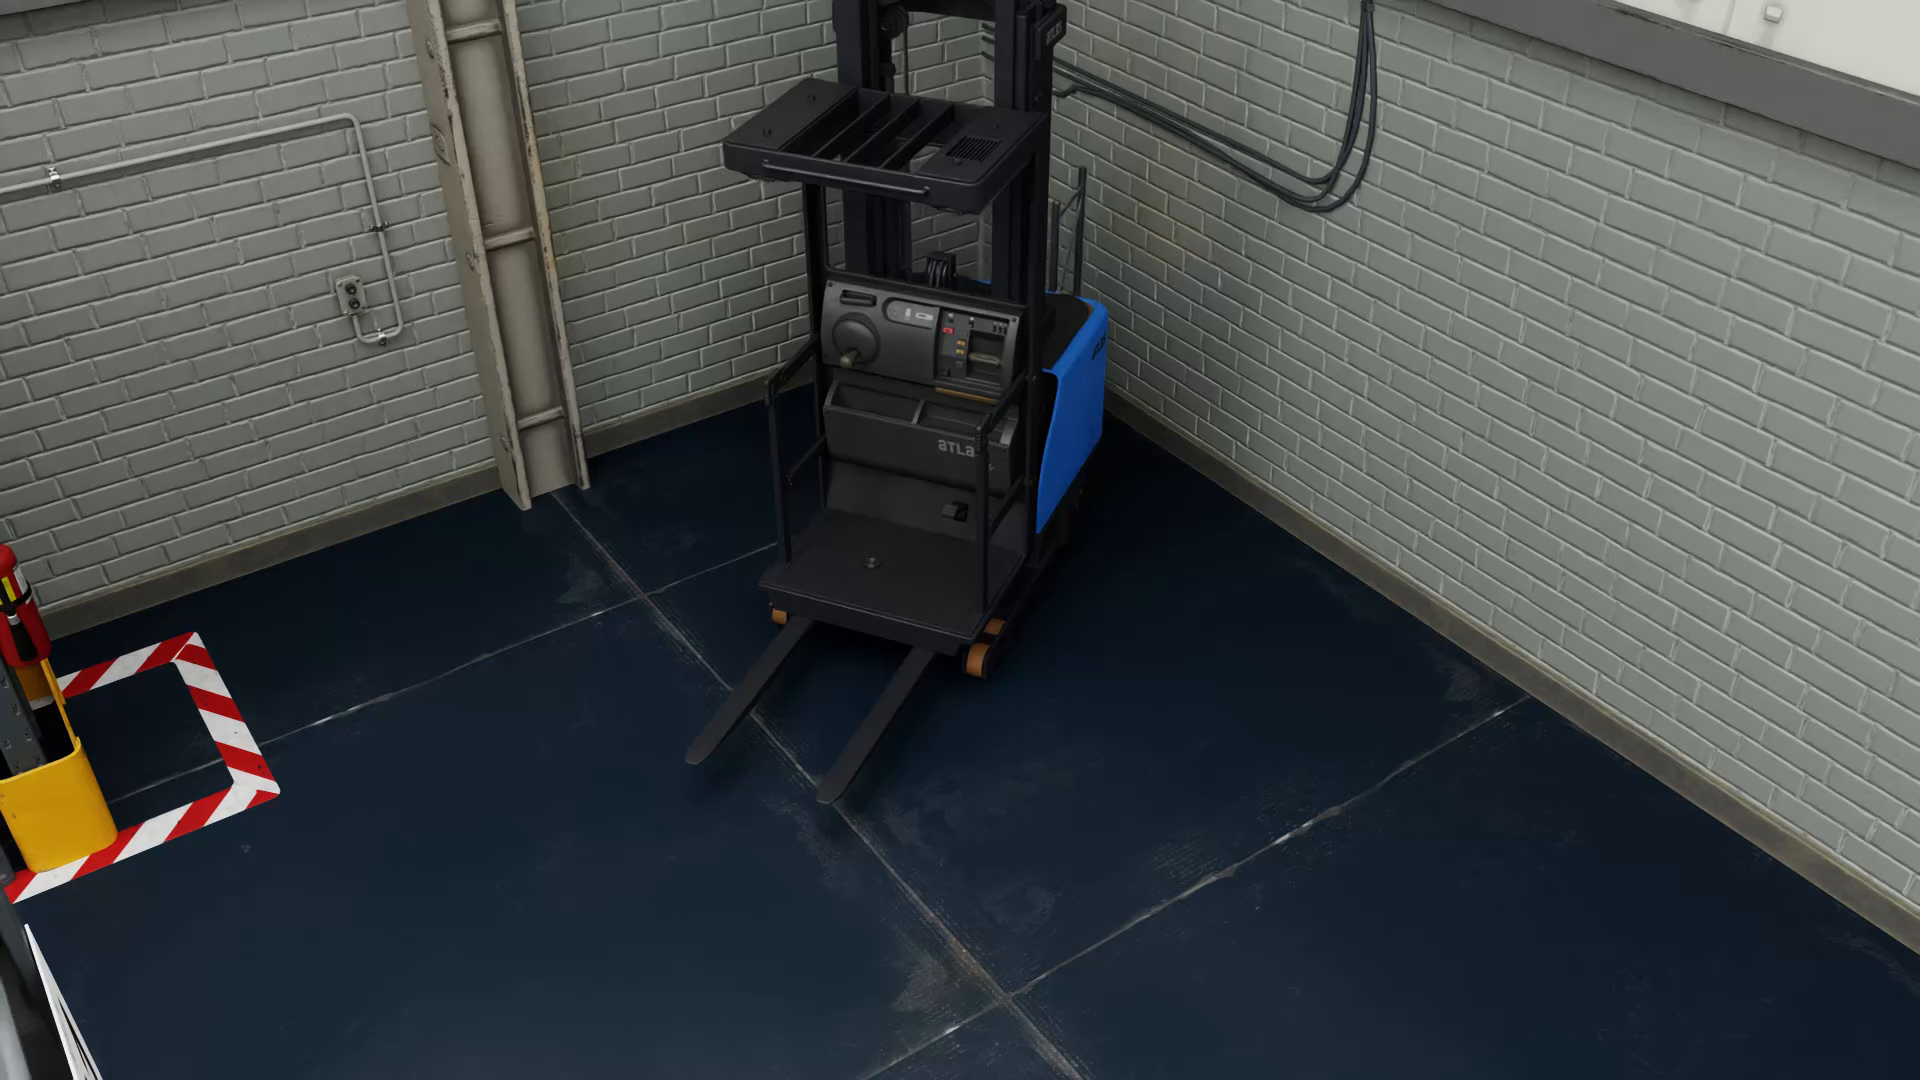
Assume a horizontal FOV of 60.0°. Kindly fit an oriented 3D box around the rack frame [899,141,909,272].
[{"bbox_3d":[-0.390,-1.420,9.254,0.032,1.500,0.500,12,38,16],"label":"rack frame"}]

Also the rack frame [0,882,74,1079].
[{"bbox_3d":[-1.088,-0.262,1.221,0.127,3.000,1.000,-22,41,-28],"label":"rack frame"}]

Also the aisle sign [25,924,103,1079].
[{"bbox_3d":[-1.201,0.955,2.440,0.004,0.787,0.394,-22,41,-28],"label":"aisle sign"}]

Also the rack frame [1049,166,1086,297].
[{"bbox_3d":[0.562,-1.213,8.966,0.032,1.500,0.500,12,38,16],"label":"rack frame"}]

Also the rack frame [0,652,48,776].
[{"bbox_3d":[-3.945,-0.189,6.258,0.127,3.000,1.000,-22,41,-28],"label":"rack frame"}]

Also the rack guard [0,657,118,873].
[{"bbox_3d":[-3.925,0.817,6.999,0.348,0.500,1.175,-22,41,-28],"label":"rack guard"}]

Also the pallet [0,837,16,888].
[{"bbox_3d":[-4.553,1.249,6.646,1.213,0.211,1.003,-22,41,-28],"label":"pallet"}]

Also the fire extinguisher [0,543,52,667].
[{"bbox_3d":[-3.556,0.163,6.154,0.183,0.674,0.296,-22,41,-28],"label":"fire extinguisher"}]

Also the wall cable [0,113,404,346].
[{"bbox_3d":[-3.443,-1.484,7.188,1.851,1.984,0.084,-22,41,-28],"label":"wall cable"}]

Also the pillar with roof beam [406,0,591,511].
[{"bbox_3d":[0.244,-1.891,3.486,0.400,9.000,9.100,-22,41,-28],"label":"pillar with roof beam"}]

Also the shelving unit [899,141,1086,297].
[{"bbox_3d":[0.086,-1.317,9.110,1.048,1.500,0.538,12,38,16],"label":"shelving unit"}]

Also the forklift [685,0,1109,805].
[{"bbox_3d":[-0.261,-0.835,7.215,1.130,2.935,3.031,13,38,18],"label":"forklift"}]

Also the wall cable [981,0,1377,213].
[{"bbox_3d":[0.884,-3.096,7.821,0.112,2.526,3.097,-22,41,-28],"label":"wall cable"}]
